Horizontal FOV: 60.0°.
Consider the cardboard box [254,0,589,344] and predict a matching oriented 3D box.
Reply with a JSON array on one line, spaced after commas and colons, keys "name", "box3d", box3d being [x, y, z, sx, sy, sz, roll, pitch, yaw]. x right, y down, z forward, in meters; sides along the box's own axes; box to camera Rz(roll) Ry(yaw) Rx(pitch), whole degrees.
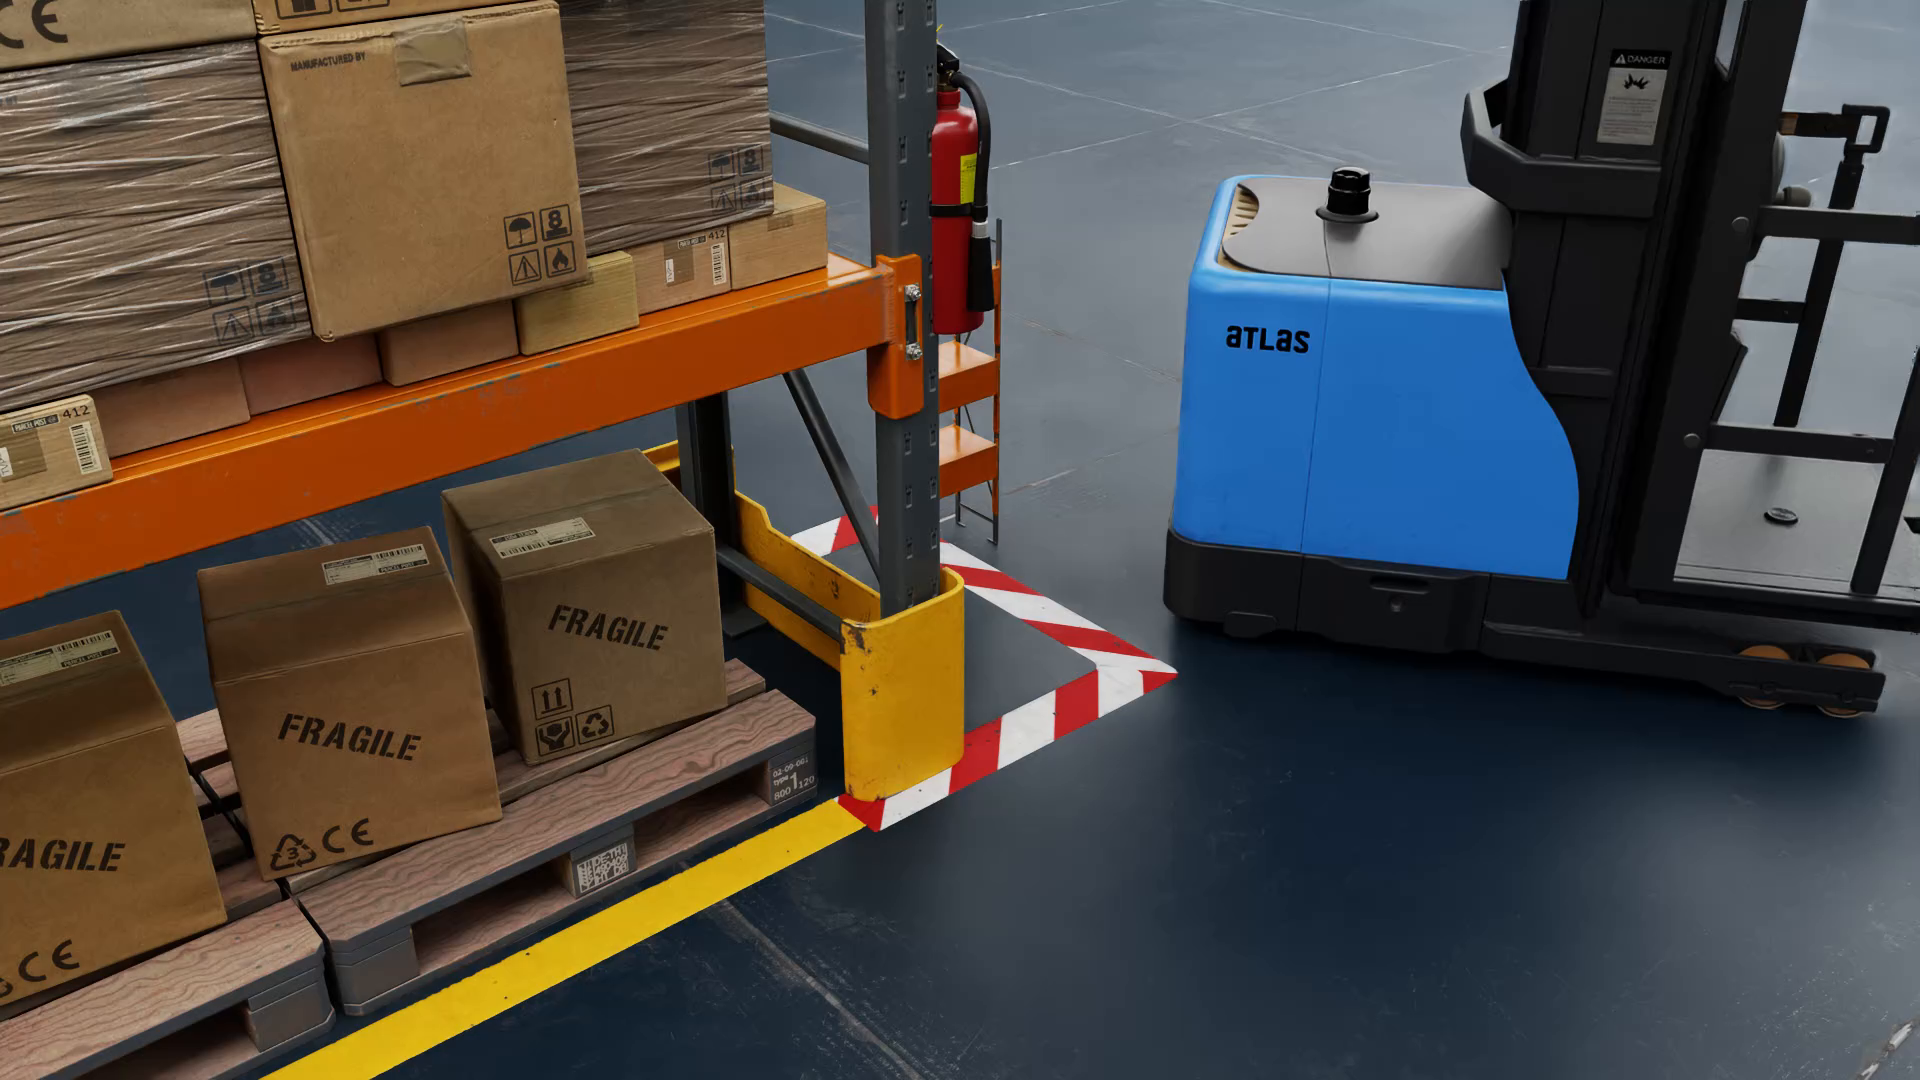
[{"name": "cardboard box", "box3d": [-1.154, -0.778, 3.102, 0.500, 0.500, 0.875, -22, 35, -35]}]

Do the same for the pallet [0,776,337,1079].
[{"name": "pallet", "box3d": [-2.042, 0.903, 3.336, 1.213, 0.211, 1.003, -22, 35, -35]}]

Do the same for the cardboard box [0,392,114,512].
[{"name": "cardboard box", "box3d": [-1.571, -0.188, 2.687, 0.250, 0.149, 0.380, -22, 35, -35]}]

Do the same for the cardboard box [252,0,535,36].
[{"name": "cardboard box", "box3d": [-1.050, -1.161, 2.758, 0.500, 0.500, 0.500, -22, 35, -35]}]

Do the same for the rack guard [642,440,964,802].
[{"name": "rack guard", "box3d": [-0.473, 0.169, 4.404, 0.348, 0.500, 1.175, -22, 35, -35]}]

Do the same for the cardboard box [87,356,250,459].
[{"name": "cardboard box", "box3d": [-1.439, -0.297, 2.889, 0.250, 0.149, 0.380, -22, 35, -35]}]

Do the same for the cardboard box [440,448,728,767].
[{"name": "cardboard box", "box3d": [-0.901, 0.145, 4.002, 0.500, 0.500, 0.500, -15, 32, -26]}]

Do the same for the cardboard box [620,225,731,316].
[{"name": "cardboard box", "box3d": [-0.689, -0.609, 3.473, 0.250, 0.149, 0.380, -22, 35, -35]}]

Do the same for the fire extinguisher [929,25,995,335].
[{"name": "fire extinguisher", "box3d": [-0.029, -0.793, 3.633, 0.183, 0.674, 0.296, -22, 35, -35]}]

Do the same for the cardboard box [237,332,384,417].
[{"name": "cardboard box", "box3d": [-1.263, -0.381, 3.047, 0.250, 0.149, 0.380, -22, 35, -35]}]

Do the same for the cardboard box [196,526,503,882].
[{"name": "cardboard box", "box3d": [-1.334, 0.340, 3.637, 0.500, 0.500, 0.500, -13, 31, -22]}]

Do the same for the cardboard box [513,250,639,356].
[{"name": "cardboard box", "box3d": [-0.846, -0.514, 3.296, 0.250, 0.149, 0.380, -22, 35, -35]}]

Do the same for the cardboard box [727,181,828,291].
[{"name": "cardboard box", "box3d": [-0.498, -0.685, 3.616, 0.250, 0.149, 0.380, -22, 35, -35]}]

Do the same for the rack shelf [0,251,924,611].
[{"name": "rack shelf", "box3d": [-1.937, -0.028, 2.883, 4.000, 0.370, 1.077, -22, 35, -35]}]

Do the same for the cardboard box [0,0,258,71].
[{"name": "cardboard box", "box3d": [-1.432, -1.009, 2.474, 0.500, 0.500, 0.500, -22, 35, -35]}]

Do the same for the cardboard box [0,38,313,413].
[{"name": "cardboard box", "box3d": [-1.563, -0.640, 2.844, 0.500, 0.500, 0.875, -22, 35, -35]}]

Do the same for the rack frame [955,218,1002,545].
[{"name": "rack frame", "box3d": [0.052, -0.484, 5.042, 0.008, 1.050, 0.200, -22, 35, -35]}]

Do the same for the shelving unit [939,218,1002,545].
[{"name": "shelving unit", "box3d": [-0.041, -0.447, 4.972, 0.252, 1.050, 0.215, -22, 35, -35]}]

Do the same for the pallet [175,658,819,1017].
[{"name": "pallet", "box3d": [-1.114, 0.532, 4.031, 1.213, 0.211, 1.003, -22, 35, -35]}]

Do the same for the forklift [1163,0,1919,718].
[{"name": "forklift", "box3d": [2.155, -1.100, 4.198, 3.031, 2.935, 1.130, 6, 29, 11]}]

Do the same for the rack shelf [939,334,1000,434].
[{"name": "rack shelf", "box3d": [-0.041, -0.437, 4.977, 0.240, 0.259, 0.215, -22, 35, -35]}]

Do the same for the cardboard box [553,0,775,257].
[{"name": "cardboard box", "box3d": [-0.852, -0.974, 3.468, 0.500, 0.500, 0.875, -22, 35, -35]}]

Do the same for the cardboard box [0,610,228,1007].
[{"name": "cardboard box", "box3d": [-1.823, 0.525, 3.291, 0.500, 0.500, 0.500, -18, 33, -30]}]

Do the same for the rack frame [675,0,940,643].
[{"name": "rack frame", "box3d": [-0.416, -0.957, 3.858, 0.127, 3.000, 1.000, -22, 35, -35]}]

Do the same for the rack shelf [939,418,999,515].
[{"name": "rack shelf", "box3d": [-0.041, -0.192, 5.108, 0.240, 0.259, 0.215, -22, 35, -35]}]

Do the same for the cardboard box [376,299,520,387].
[{"name": "cardboard box", "box3d": [-1.046, -0.443, 3.163, 0.250, 0.149, 0.380, -22, 35, -35]}]

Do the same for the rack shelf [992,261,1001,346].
[{"name": "rack shelf", "box3d": [-0.040, -0.688, 4.843, 0.240, 0.259, 0.215, -22, 35, -35]}]
